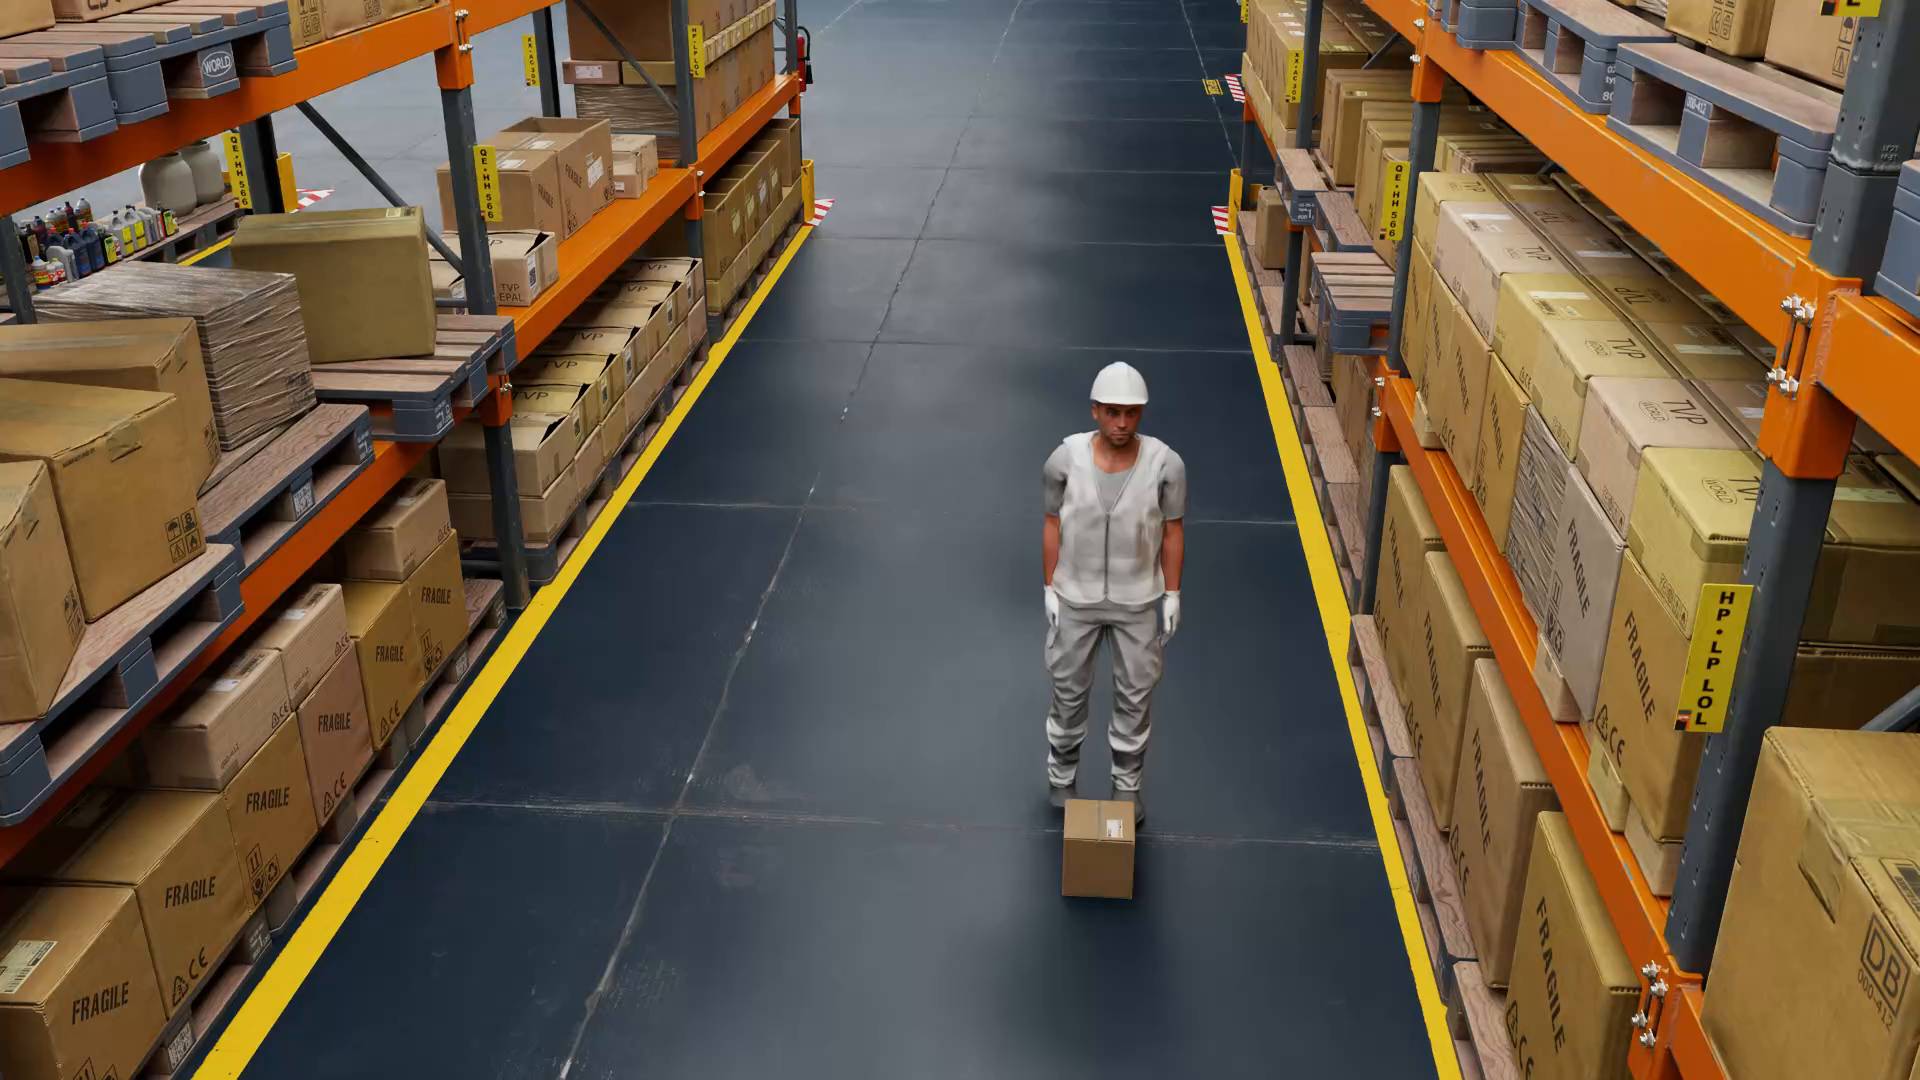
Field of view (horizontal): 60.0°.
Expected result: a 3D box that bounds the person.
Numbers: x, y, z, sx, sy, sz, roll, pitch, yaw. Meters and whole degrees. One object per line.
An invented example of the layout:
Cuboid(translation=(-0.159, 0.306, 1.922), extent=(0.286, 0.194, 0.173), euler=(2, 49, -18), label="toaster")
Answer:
Cuboid(translation=(0.550, 0.239, 6.109), extent=(0.524, 1.834, 0.349), euler=(2, 24, 5), label="person")
